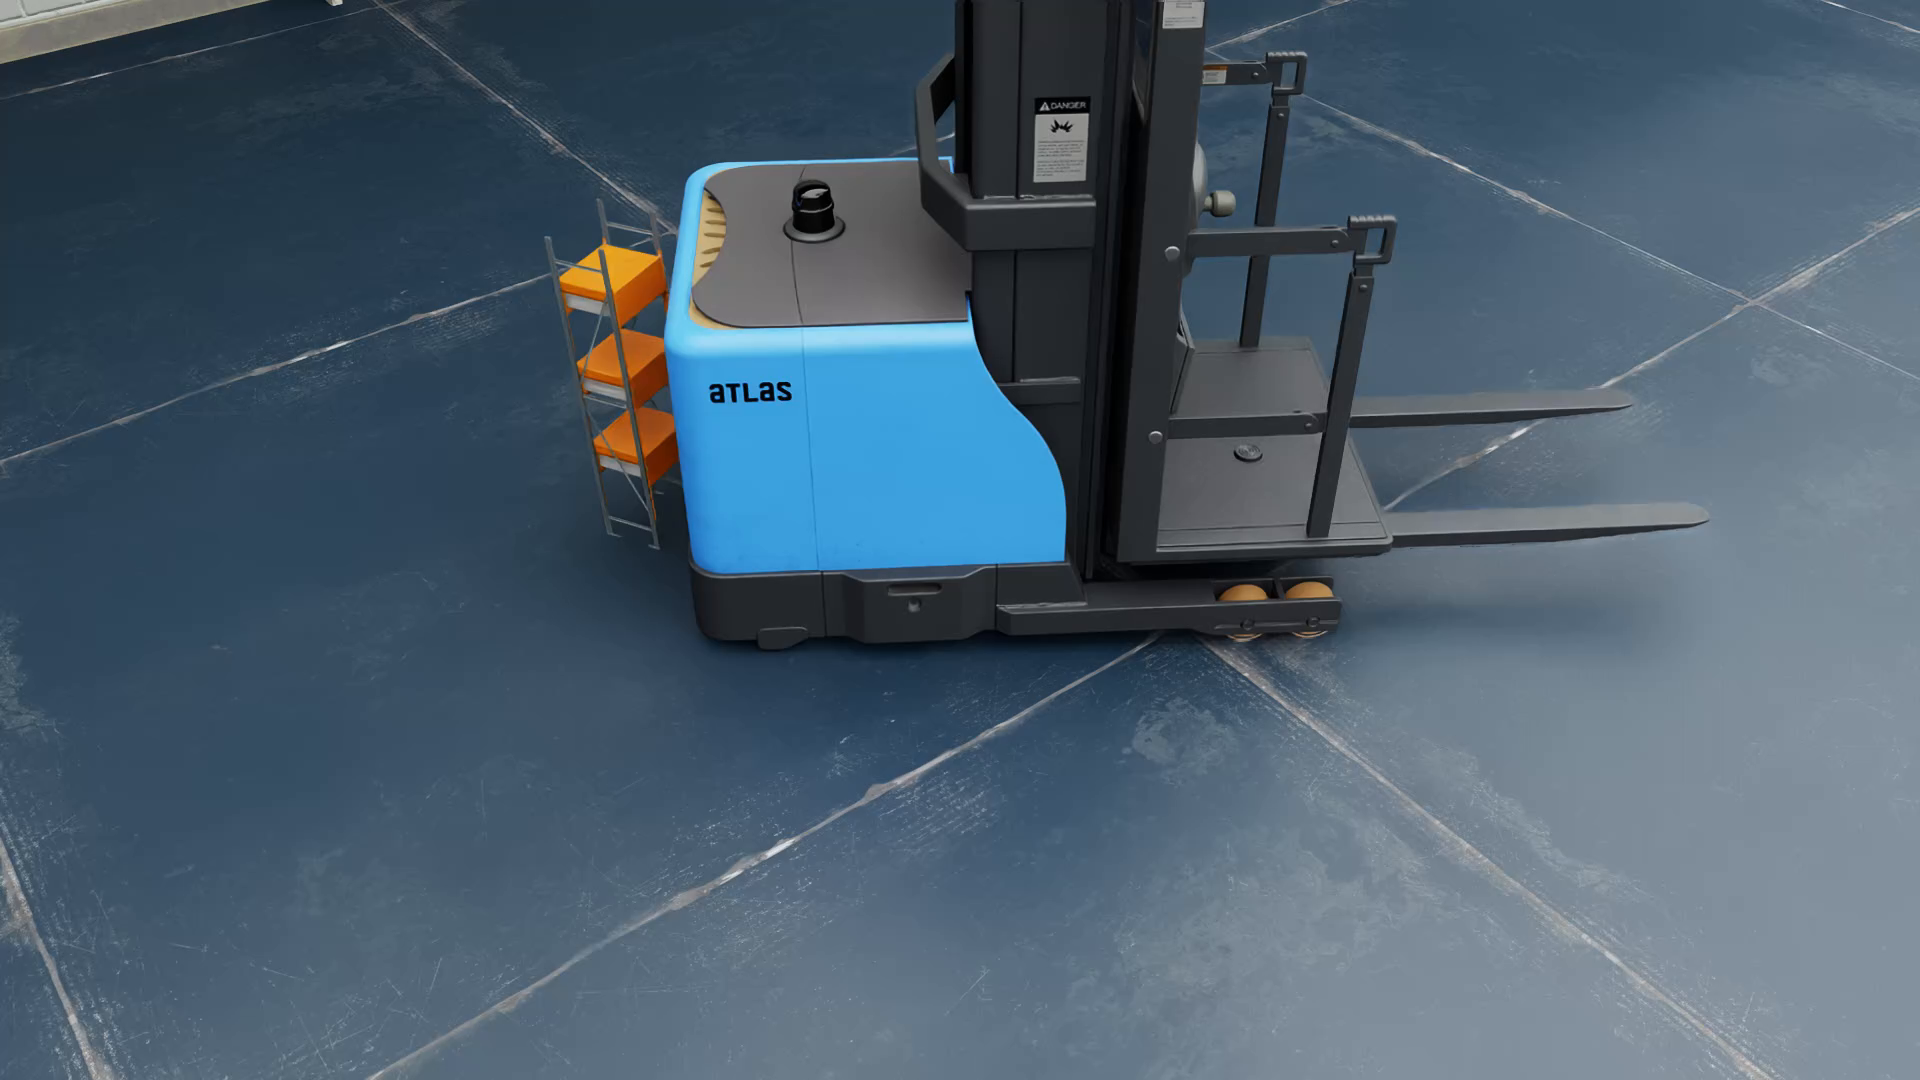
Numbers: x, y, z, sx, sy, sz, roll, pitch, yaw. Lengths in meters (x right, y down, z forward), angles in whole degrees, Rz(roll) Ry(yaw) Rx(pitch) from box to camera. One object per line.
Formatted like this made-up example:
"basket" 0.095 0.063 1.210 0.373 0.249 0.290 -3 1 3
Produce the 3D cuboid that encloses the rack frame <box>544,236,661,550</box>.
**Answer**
"rack frame" -1.045 -0.407 4.911 0.200 1.050 0.008 16 42 22

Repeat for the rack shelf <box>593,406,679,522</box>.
"rack shelf" -0.981 -0.250 5.174 0.215 0.259 0.240 16 42 22

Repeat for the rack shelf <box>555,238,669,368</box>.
"rack shelf" -1.001 -0.690 4.826 0.215 0.259 0.240 16 42 22

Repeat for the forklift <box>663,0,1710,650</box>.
"forklift" 0.715 -1.174 4.370 3.031 2.935 1.130 -2 39 -3

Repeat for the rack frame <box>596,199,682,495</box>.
"rack frame" -0.937 -0.545 5.080 0.200 1.050 0.008 16 42 22

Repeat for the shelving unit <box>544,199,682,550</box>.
"shelving unit" -0.991 -0.476 4.995 0.215 1.050 0.252 16 42 22

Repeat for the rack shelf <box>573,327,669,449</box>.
"rack shelf" -0.991 -0.468 5.002 0.215 0.259 0.240 16 42 22
